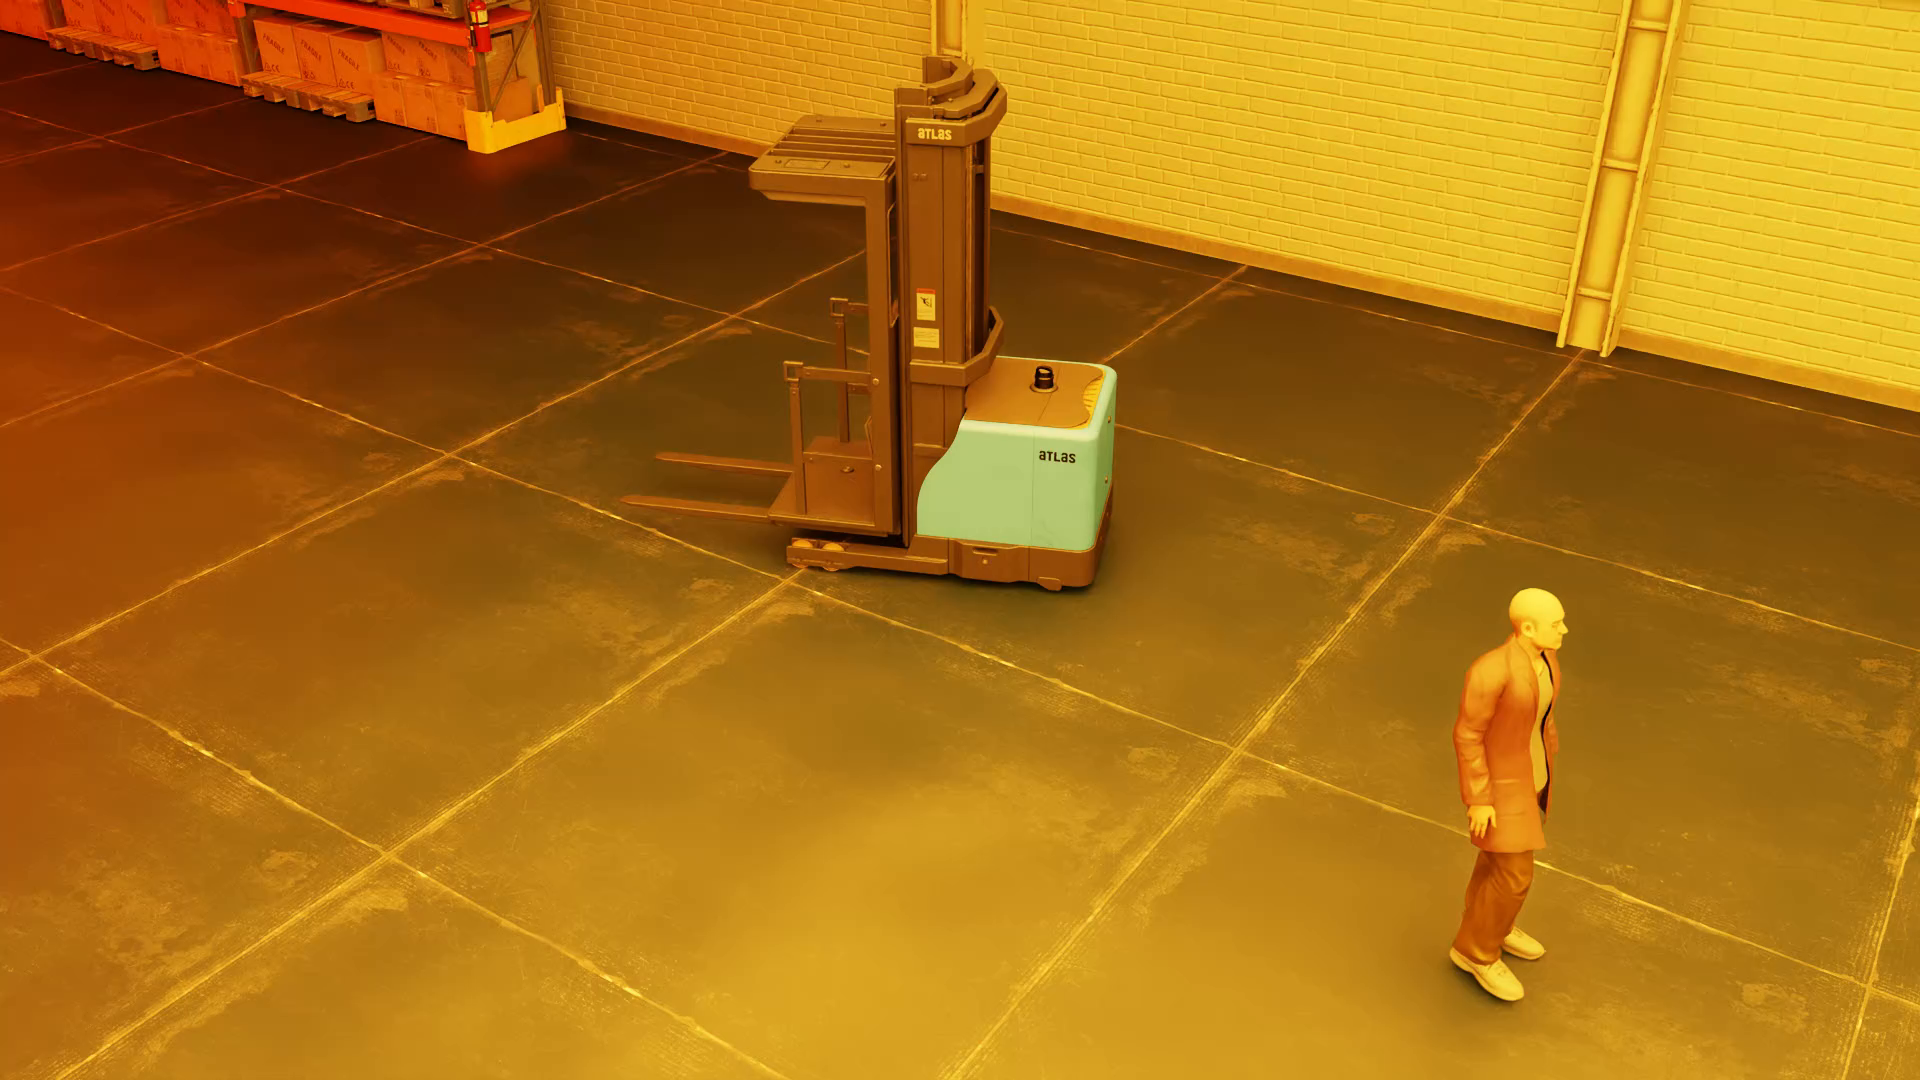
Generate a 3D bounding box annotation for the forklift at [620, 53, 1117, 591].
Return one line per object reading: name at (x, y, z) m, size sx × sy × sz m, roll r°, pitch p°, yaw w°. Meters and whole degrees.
forklift at (-0.596, -1.330, 9.871) m, size 3.031 × 2.935 × 1.130 m, roll 6°, pitch 31°, yaw 10°

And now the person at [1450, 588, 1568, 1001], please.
person at (2.362, 1.039, 6.934) m, size 0.690 × 1.785 × 0.554 m, roll -26°, pitch 39°, yaw -37°
